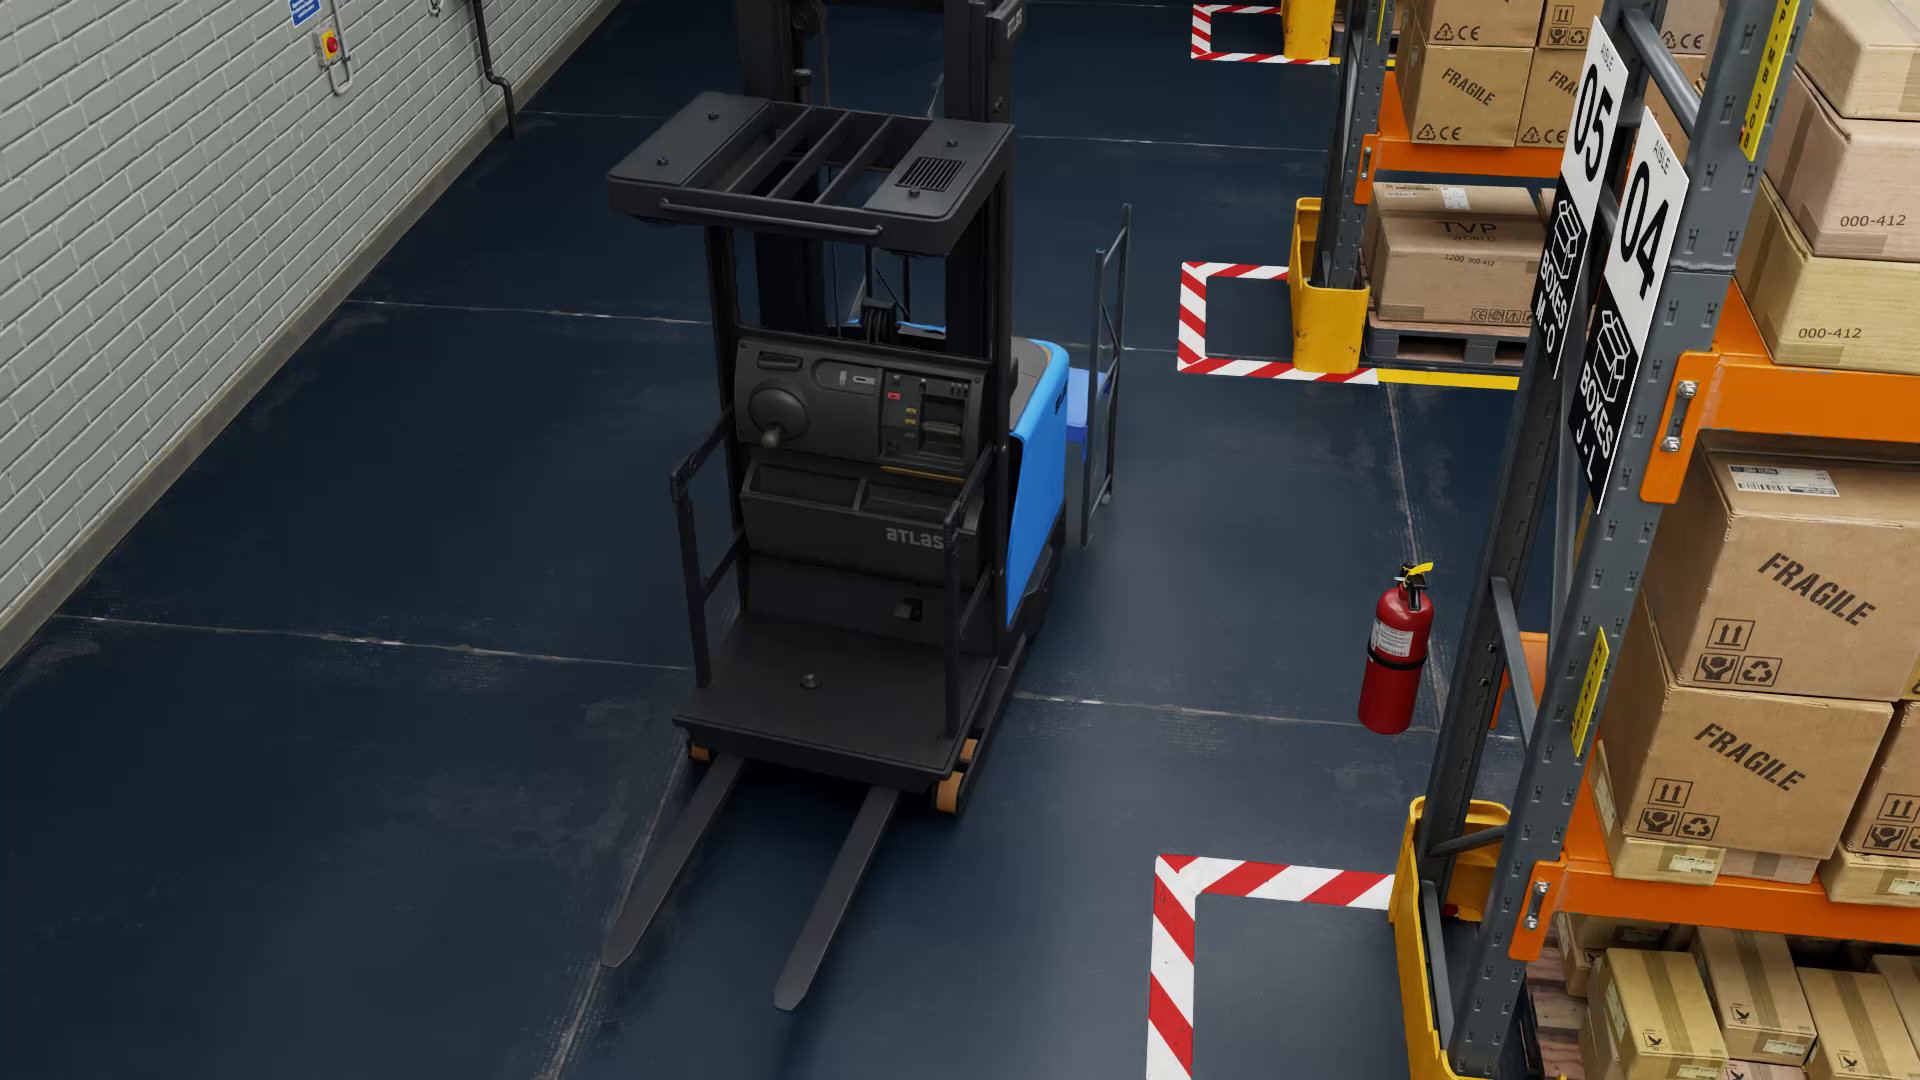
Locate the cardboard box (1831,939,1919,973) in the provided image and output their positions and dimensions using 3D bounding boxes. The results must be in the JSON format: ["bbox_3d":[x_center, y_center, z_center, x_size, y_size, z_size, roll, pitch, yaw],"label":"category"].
[{"bbox_3d":[2.880,1.258,5.241,0.250,0.149,0.380,4,36,5],"label":"cardboard box"}]

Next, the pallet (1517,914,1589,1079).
[{"bbox_3d":[2.428,1.620,5.299,1.213,0.211,1.003,4,36,6],"label":"pallet"}]

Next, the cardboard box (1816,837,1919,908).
[{"bbox_3d":[2.348,0.759,4.320,0.250,0.149,0.380,3,36,5],"label":"cardboard box"}]

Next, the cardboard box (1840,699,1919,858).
[{"bbox_3d":[2.495,0.454,4.189,0.500,0.500,0.500,4,36,6],"label":"cardboard box"}]

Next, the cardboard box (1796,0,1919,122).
[{"bbox_3d":[1.843,-0.972,3.303,0.250,0.149,0.380,4,36,6],"label":"cardboard box"}]

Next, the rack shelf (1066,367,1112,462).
[{"bbox_3d":[0.167,-0.655,7.686,1.000,0.185,0.538,11,37,15],"label":"rack shelf"}]

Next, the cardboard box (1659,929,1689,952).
[{"bbox_3d":[2.363,1.192,5.334,0.250,0.149,0.380,3,36,5],"label":"cardboard box"}]

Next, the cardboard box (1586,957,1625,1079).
[{"bbox_3d":[2.038,1.454,4.967,0.250,0.149,0.380,6,36,8],"label":"cardboard box"}]

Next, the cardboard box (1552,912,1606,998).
[{"bbox_3d":[2.100,1.307,5.429,0.250,0.149,0.380,5,36,7],"label":"cardboard box"}]

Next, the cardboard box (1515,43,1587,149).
[{"bbox_3d":[3.026,-2.279,8.276,0.500,0.500,0.500,4,36,5],"label":"cardboard box"}]

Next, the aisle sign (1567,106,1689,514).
[{"bbox_3d":[1.440,-0.492,3.619,0.004,0.787,0.394,4,36,6],"label":"aisle sign"}]

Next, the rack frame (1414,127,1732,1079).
[{"bbox_3d":[1.551,0.399,4.609,0.127,3.000,1.000,4,36,6],"label":"rack frame"}]

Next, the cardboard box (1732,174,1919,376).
[{"bbox_3d":[1.964,-0.581,3.529,0.500,0.250,0.500,5,36,8],"label":"cardboard box"}]

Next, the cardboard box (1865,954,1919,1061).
[{"bbox_3d":[2.806,1.395,4.794,0.250,0.149,0.380,3,36,4],"label":"cardboard box"}]

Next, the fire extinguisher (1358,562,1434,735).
[{"bbox_3d":[1.360,0.297,5.139,0.183,0.674,0.296,4,36,6],"label":"fire extinguisher"}]

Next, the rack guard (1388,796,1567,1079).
[{"bbox_3d":[1.626,1.422,5.328,0.348,0.500,1.175,4,36,6],"label":"rack guard"}]

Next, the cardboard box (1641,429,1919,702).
[{"bbox_3d":[1.963,0.016,3.943,0.500,0.500,0.500,4,36,6],"label":"cardboard box"}]

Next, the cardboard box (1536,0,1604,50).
[{"bbox_3d":[3.034,-2.675,7.969,0.500,0.500,0.500,3,36,5],"label":"cardboard box"}]

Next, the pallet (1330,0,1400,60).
[{"bbox_3d":[3.576,-4.122,13.344,1.213,0.211,1.003,4,36,6],"label":"pallet"}]

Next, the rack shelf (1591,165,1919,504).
[{"bbox_3d":[3.535,-0.381,3.740,4.000,0.370,1.077,4,36,6],"label":"rack shelf"}]

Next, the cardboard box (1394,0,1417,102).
[{"bbox_3d":[2.593,-2.618,8.751,0.500,0.500,0.500,4,36,6],"label":"cardboard box"}]

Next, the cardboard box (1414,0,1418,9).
[{"bbox_3d":[2.590,-3.010,8.439,0.500,0.500,0.500,5,36,8],"label":"cardboard box"}]

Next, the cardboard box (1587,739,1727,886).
[{"bbox_3d":[1.831,0.714,4.384,0.250,0.149,0.380,4,36,6],"label":"cardboard box"}]

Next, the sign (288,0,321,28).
[{"bbox_3d":[-3.581,-2.951,9.071,0.001,0.218,0.327,4,36,6],"label":"sign"}]

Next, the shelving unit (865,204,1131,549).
[{"bbox_3d":[0.167,-0.801,7.582,1.048,1.500,0.538,11,37,15],"label":"shelving unit"}]

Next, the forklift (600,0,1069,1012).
[{"bbox_3d":[-0.428,-0.415,5.809,1.130,2.935,3.031,10,37,13],"label":"forklift"}]

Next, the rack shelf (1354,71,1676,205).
[{"bbox_3d":[4.065,-2.020,8.618,4.000,0.370,1.077,4,36,6],"label":"rack shelf"}]

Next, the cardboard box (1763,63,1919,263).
[{"bbox_3d":[1.963,-0.782,3.380,0.500,0.250,0.500,5,36,7],"label":"cardboard box"}]

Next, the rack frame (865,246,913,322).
[{"bbox_3d":[-0.315,-0.895,7.713,0.032,1.500,0.500,11,37,15],"label":"rack frame"}]

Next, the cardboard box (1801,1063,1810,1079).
[{"bbox_3d":[2.556,1.474,4.940,0.250,0.149,0.380,5,36,7],"label":"cardboard box"}]

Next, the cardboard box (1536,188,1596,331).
[{"bbox_3d":[3.657,-1.535,9.163,0.875,0.438,0.875,5,36,7],"label":"cardboard box"}]

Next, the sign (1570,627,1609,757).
[{"bbox_3d":[1.482,0.359,3.920,0.005,0.325,0.100,4,36,6],"label":"sign"}]

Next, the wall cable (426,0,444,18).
[{"bbox_3d":[-3.345,-4.096,10.033,0.122,1.984,0.588,4,36,6],"label":"wall cable"}]

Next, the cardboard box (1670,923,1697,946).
[{"bbox_3d":[2.350,1.091,5.220,0.250,0.149,0.380,5,36,7],"label":"cardboard box"}]

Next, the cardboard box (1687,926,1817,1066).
[{"bbox_3d":[2.316,1.332,4.883,0.250,0.149,0.380,5,36,7],"label":"cardboard box"}]
